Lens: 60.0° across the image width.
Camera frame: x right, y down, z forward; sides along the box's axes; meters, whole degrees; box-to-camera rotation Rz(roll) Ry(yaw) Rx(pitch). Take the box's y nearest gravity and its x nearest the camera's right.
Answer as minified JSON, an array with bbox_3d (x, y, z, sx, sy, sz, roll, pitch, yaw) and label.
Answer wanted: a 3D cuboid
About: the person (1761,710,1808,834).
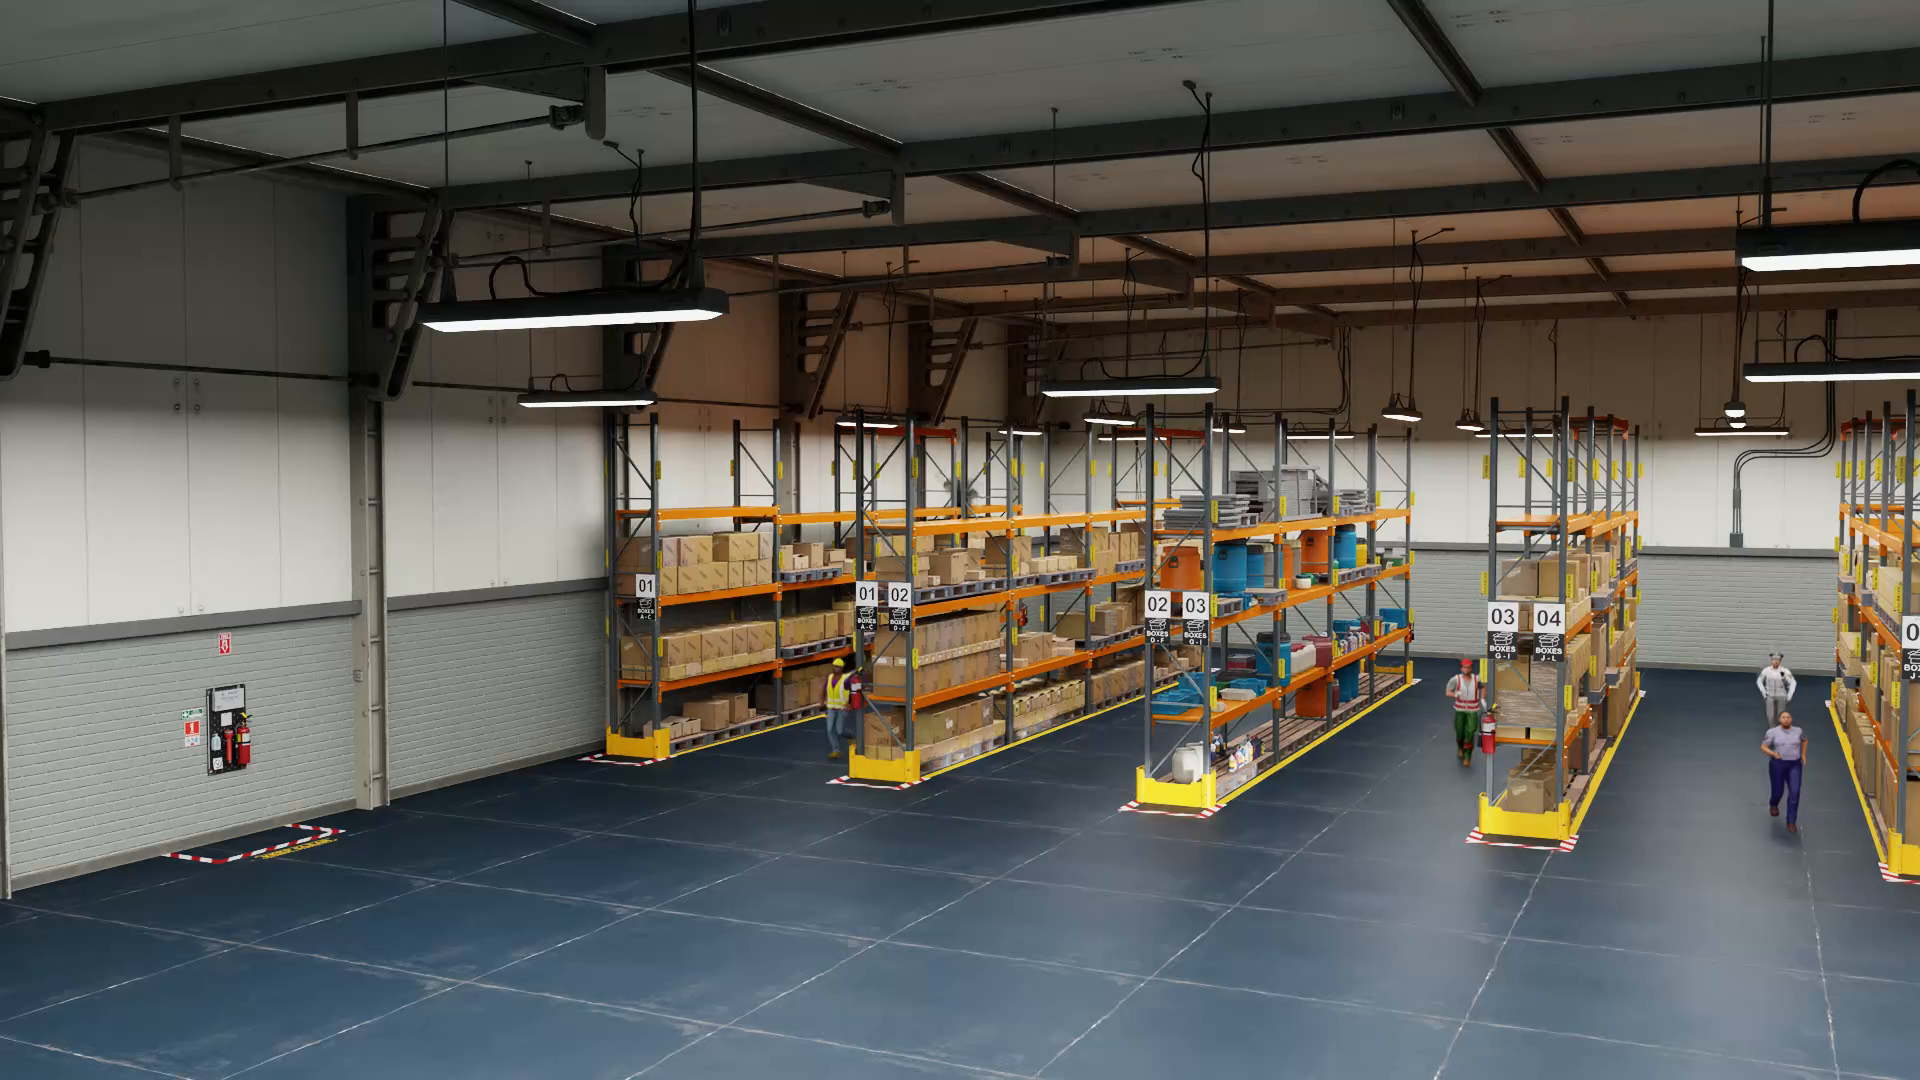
[{"bbox_3d":[11.559,3.206,23.286,0.619,1.657,0.885,1,3,18],"label":"person"}]

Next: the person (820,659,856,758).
[{"bbox_3d":[-2.087,2.924,28.981,0.749,1.720,0.622,1,3,26],"label":"person"}]

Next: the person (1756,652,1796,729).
[{"bbox_3d":[15.072,2.880,30.722,0.664,1.643,0.565,1,3,27],"label":"person"}]

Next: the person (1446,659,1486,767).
[{"bbox_3d":[8.565,2.889,28.161,0.664,1.772,0.999,1,2,16],"label":"person"}]
